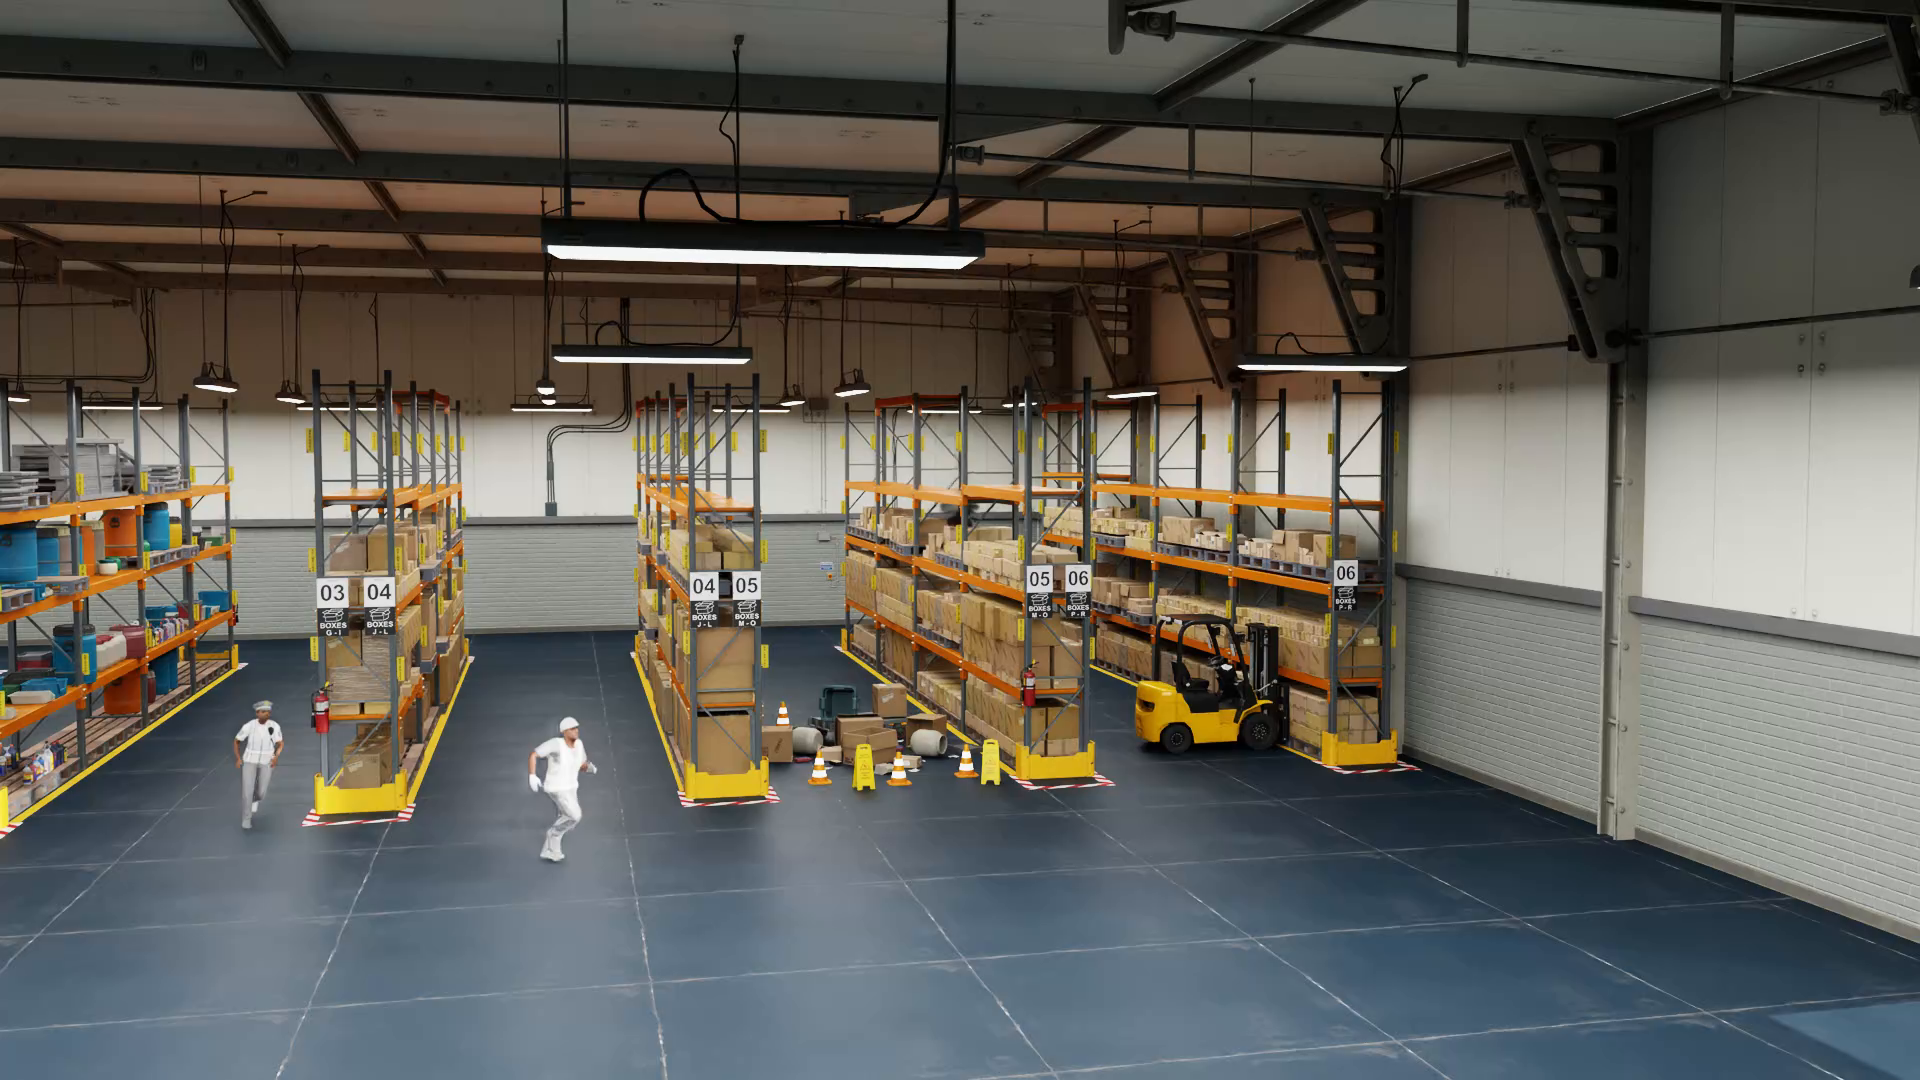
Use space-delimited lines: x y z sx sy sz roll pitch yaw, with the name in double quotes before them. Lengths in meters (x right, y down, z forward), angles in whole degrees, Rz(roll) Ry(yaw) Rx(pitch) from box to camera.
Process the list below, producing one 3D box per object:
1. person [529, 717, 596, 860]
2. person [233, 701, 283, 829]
"person" -4.700 2.979 19.849 0.716 1.724 0.730 2 4 26
"person" -9.253 2.941 21.945 0.615 1.666 0.597 -2 4 -26
